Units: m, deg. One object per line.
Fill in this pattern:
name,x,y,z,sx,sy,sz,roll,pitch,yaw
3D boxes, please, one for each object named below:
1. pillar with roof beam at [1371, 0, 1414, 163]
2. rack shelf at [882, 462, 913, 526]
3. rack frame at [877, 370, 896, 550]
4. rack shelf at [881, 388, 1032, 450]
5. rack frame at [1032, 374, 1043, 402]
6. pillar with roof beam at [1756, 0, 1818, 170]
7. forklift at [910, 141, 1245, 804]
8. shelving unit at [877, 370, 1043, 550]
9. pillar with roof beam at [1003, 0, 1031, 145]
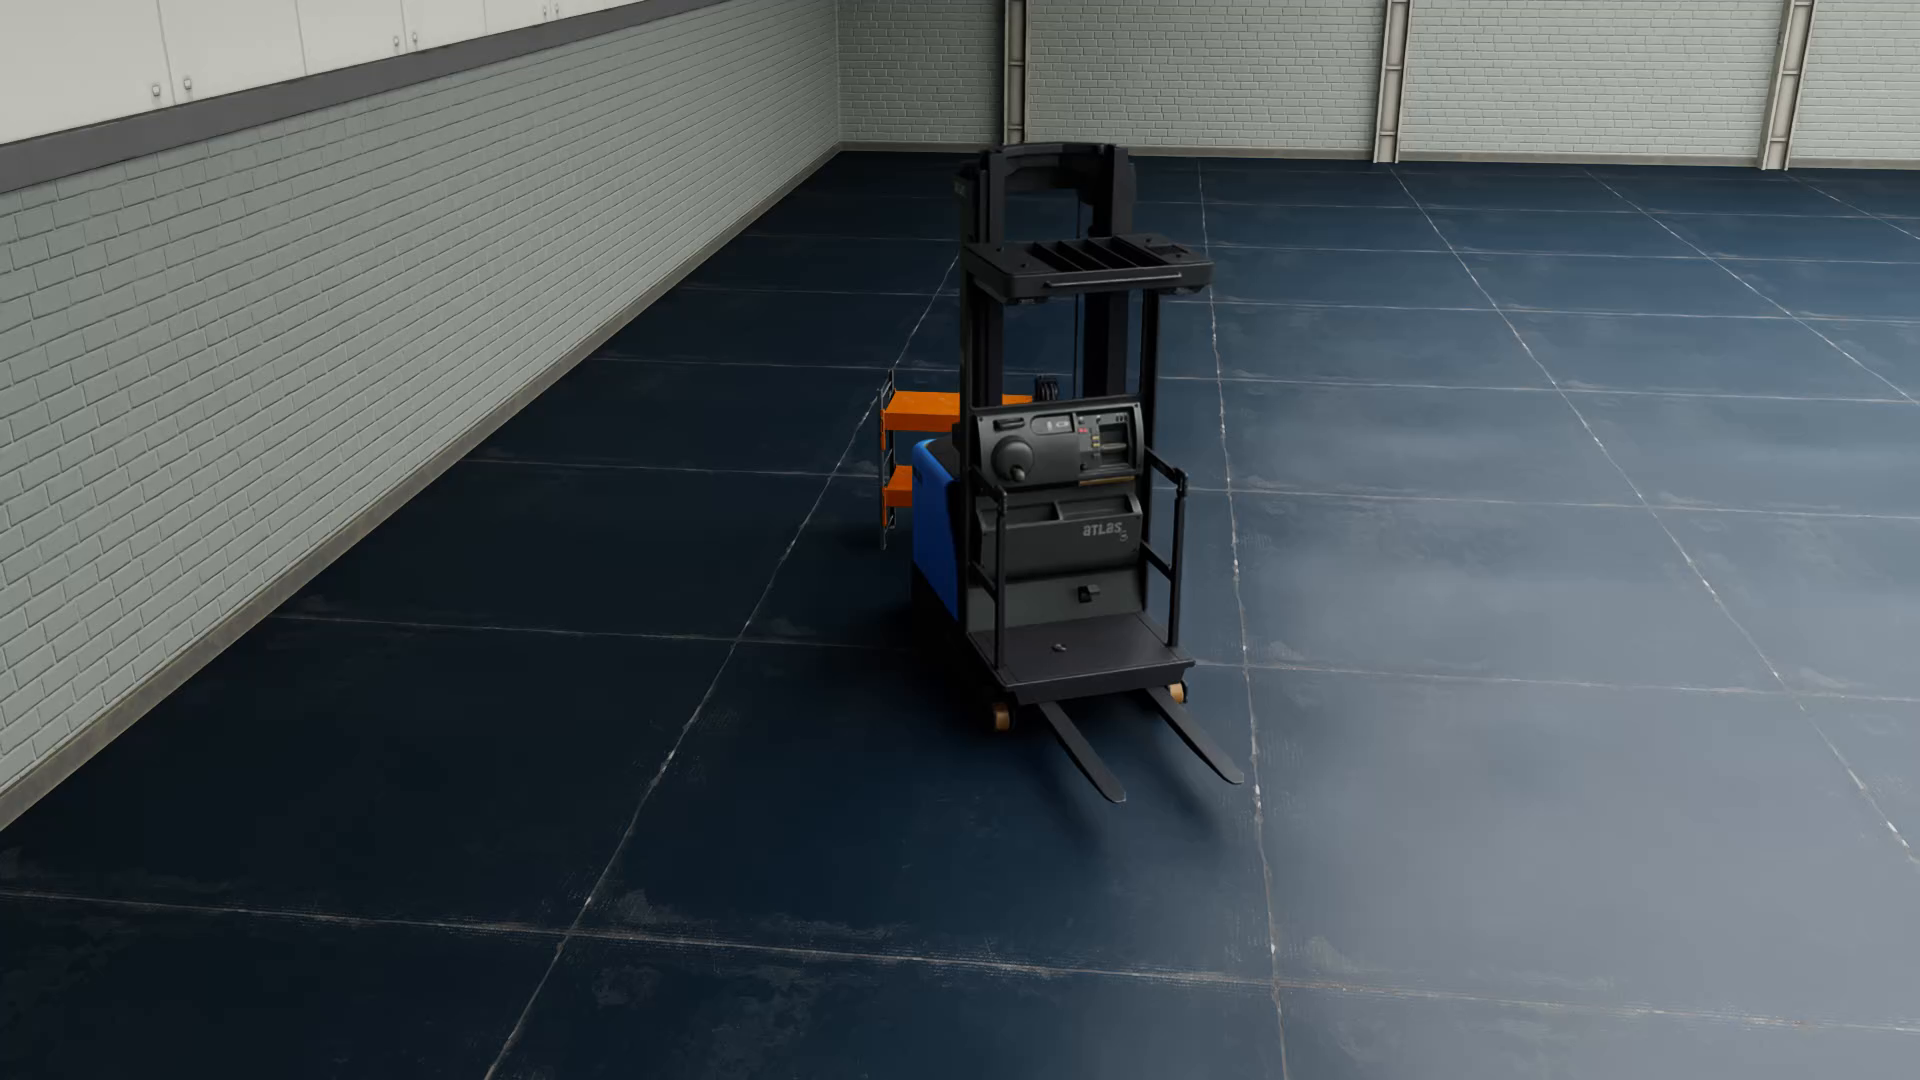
pillar with roof beam,6.383,-8.758,21.354,0.400,9.000,9.100,2,22,6
rack shelf,0.007,-0.295,11.322,1.000,0.278,0.538,2,22,6
rack frame,-0.498,-0.545,11.288,0.032,1.125,0.500,2,22,6
rack shelf,0.007,-0.795,11.125,1.000,0.278,0.538,2,22,6
rack frame,0.512,-0.501,11.177,0.032,1.125,0.500,2,22,6
pillar with roof beam,12.341,-8.499,20.697,0.400,9.000,9.100,2,22,6
forklift,0.604,-0.501,8.719,1.130,2.935,3.031,-6,22,-15
shelving unit,0.007,-0.523,11.232,1.048,1.125,0.538,2,22,6
pillar with roof beam,0.425,-9.018,22.010,0.400,9.000,9.100,2,22,6
